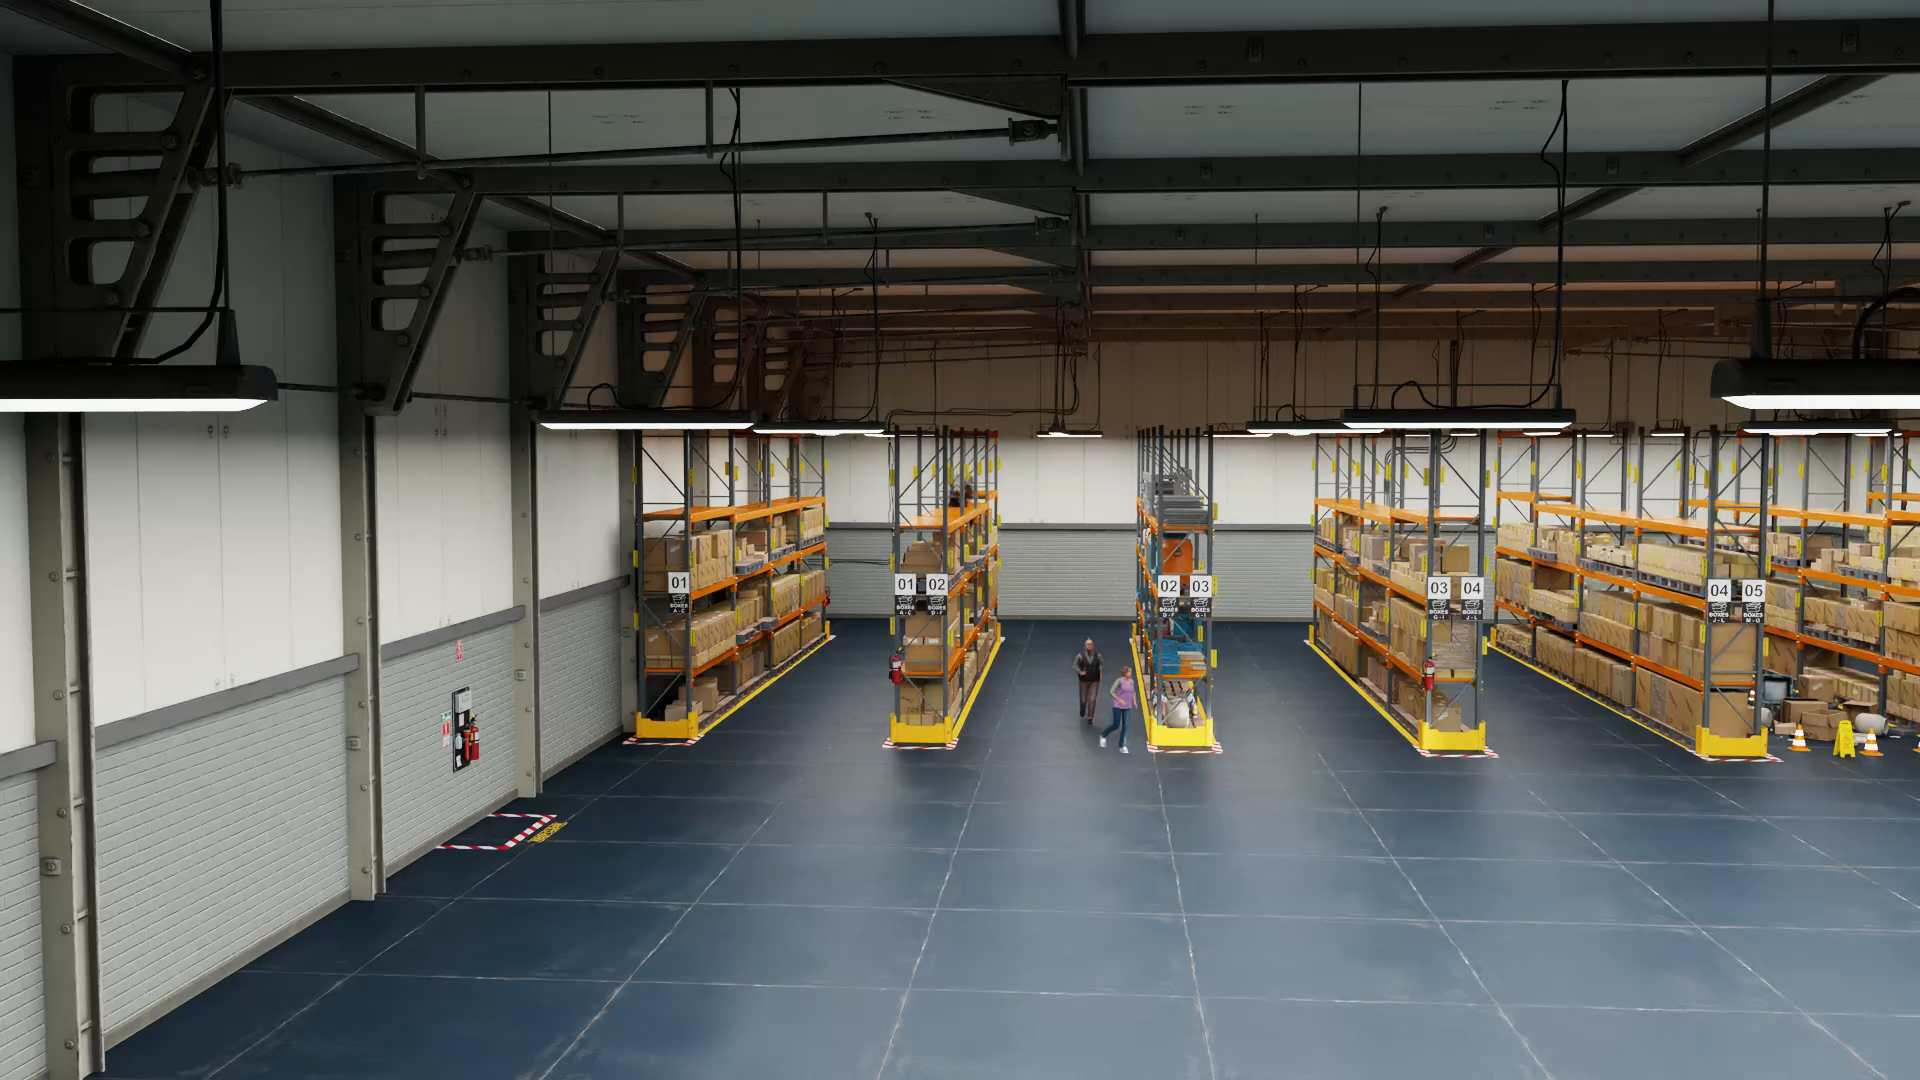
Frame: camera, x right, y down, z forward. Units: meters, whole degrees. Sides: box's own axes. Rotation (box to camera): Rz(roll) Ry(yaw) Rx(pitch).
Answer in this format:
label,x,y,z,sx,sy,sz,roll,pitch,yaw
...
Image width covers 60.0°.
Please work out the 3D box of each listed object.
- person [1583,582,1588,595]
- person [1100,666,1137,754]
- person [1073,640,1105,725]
label,x,y,z,sx,sy,sz,roll,pitch,yaw
person,17.984,2.016,48.218,0.536,1.626,0.603,-1,4,-14
person,3.013,3.091,30.570,0.608,1.564,0.762,-2,4,-29
person,2.607,2.856,33.598,0.664,1.687,0.720,0,3,-2
